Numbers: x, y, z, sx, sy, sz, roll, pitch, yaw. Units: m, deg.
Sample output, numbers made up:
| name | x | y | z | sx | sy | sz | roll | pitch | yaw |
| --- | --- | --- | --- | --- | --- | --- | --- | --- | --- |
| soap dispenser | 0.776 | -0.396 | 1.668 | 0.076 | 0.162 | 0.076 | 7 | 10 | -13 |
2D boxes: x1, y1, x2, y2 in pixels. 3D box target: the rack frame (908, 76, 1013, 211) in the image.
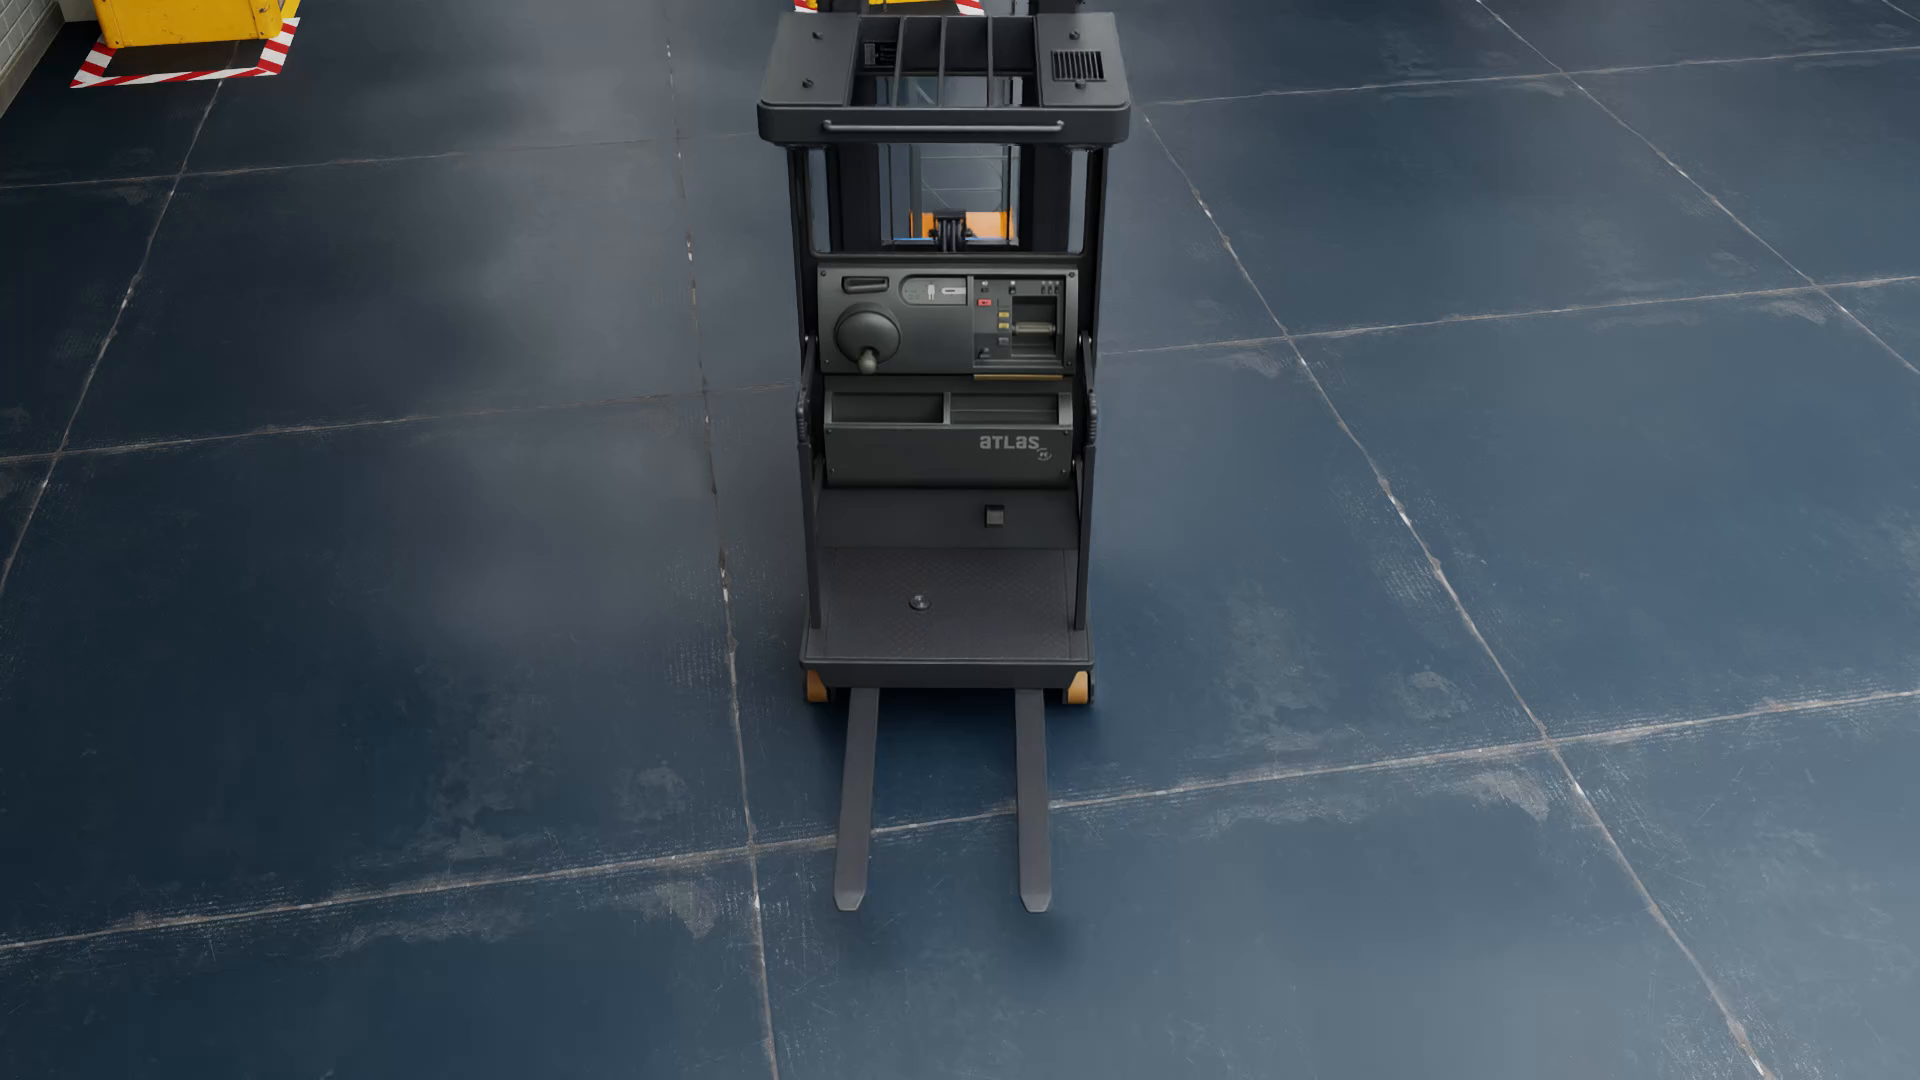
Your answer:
| name | x | y | z | sx | sy | sz | roll | pitch | yaw |
| --- | --- | --- | --- | --- | --- | --- | --- | --- | --- |
| rack frame | 0.002 | -1.735 | 8.261 | 0.500 | 1.500 | 0.032 | -1 | 38 | -2 |

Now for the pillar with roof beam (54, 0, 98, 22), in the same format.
| name | x | y | z | sx | sy | sz | roll | pitch | yaw |
| --- | --- | --- | --- | --- | --- | --- | --- | --- | --- |
| pillar with roof beam | -2.194 | -7.921 | 10.111 | 9.100 | 9.000 | 0.400 | -6 | 38 | -8 |

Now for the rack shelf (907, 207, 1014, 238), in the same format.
| name | x | y | z | sx | sy | sz | roll | pitch | yaw |
| --- | --- | --- | --- | --- | --- | --- | --- | --- | --- |
| rack shelf | 0.022 | -1.282 | 7.971 | 0.538 | 0.185 | 1.000 | -1 | 38 | -2 |

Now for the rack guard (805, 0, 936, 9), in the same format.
| name | x | y | z | sx | sy | sz | roll | pitch | yaw |
| --- | --- | --- | --- | --- | --- | --- | --- | --- | --- |
| rack guard | -0.578 | -4.292 | 12.368 | 1.175 | 0.500 | 0.348 | -6 | 38 | -8 |

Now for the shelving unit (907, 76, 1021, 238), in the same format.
| name | x | y | z | sx | sy | sz | roll | pitch | yaw |
| --- | --- | --- | --- | --- | --- | --- | --- | --- | --- |
| shelving unit | 0.022 | -1.429 | 7.867 | 0.587 | 1.500 | 1.083 | -1 | 38 | -2 |

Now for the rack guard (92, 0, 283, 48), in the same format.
| name | x | y | z | sx | sy | sz | roll | pitch | yaw |
| --- | --- | --- | --- | --- | --- | --- | --- | --- | --- |
| rack guard | -5.472 | -3.818 | 11.757 | 1.175 | 0.500 | 0.348 | -6 | 38 | -8 |

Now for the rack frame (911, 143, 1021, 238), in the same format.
| name | x | y | z | sx | sy | sz | roll | pitch | yaw |
| --- | --- | --- | --- | --- | --- | --- | --- | --- | --- |
| rack frame | 0.043 | -1.112 | 7.459 | 0.500 | 1.500 | 0.032 | -1 | 38 | -2 |

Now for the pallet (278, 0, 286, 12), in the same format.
| name | x | y | z | sx | sy | sz | roll | pitch | yaw |
| --- | --- | --- | --- | --- | --- | --- | --- | --- | --- |
| pallet | -5.579 | -4.198 | 12.482 | 1.003 | 0.211 | 1.213 | -6 | 38 | -8 |

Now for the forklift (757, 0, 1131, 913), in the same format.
| name | x | y | z | sx | sy | sz | roll | pitch | yaw |
| --- | --- | --- | --- | --- | --- | --- | --- | --- | --- |
| forklift | -0.044 | -0.716 | 5.783 | 1.130 | 2.935 | 3.031 | 0 | 38 | 0 |
